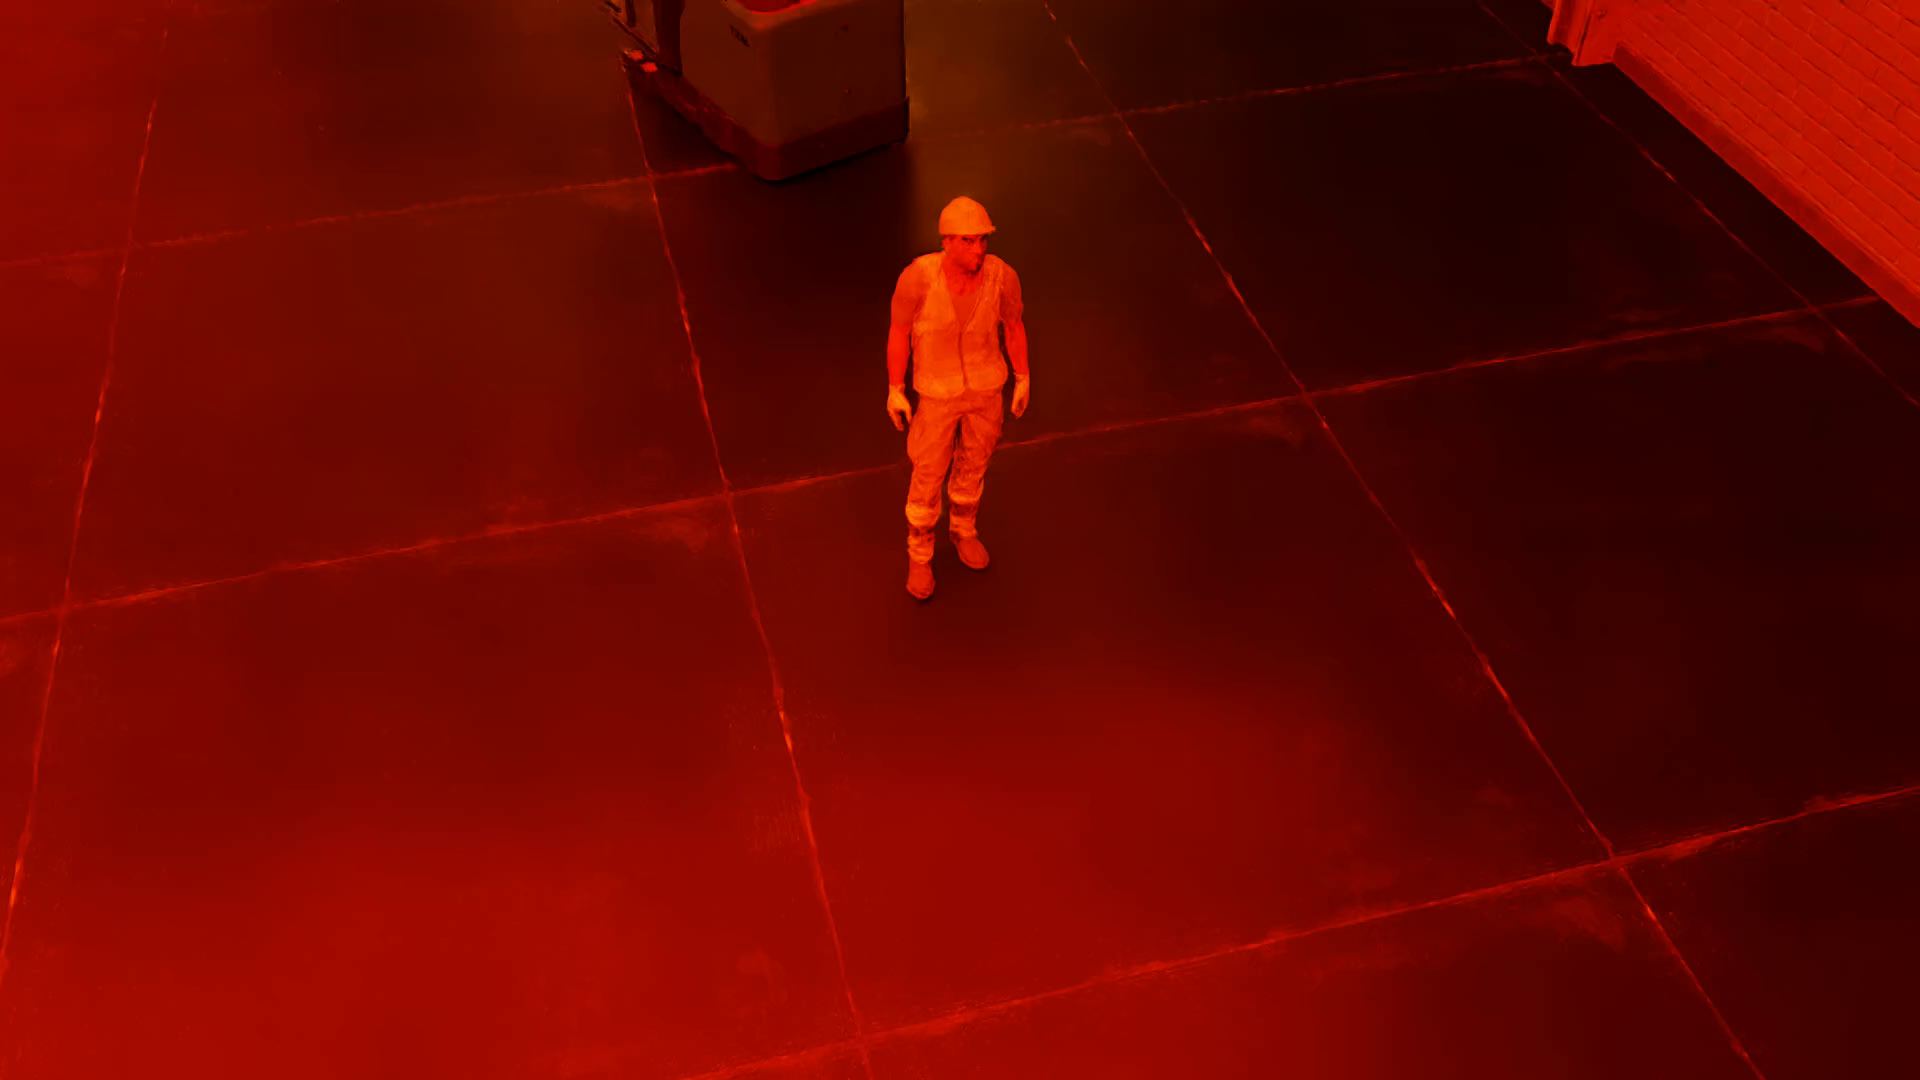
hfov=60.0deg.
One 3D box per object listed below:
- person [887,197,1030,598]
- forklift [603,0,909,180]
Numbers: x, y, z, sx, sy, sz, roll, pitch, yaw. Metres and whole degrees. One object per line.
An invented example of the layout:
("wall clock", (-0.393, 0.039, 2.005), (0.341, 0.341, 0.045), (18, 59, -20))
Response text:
("person", (0.010, -0.600, 7.101), (0.637, 1.787, 0.563), (-10, 44, -11))
("forklift", (-1.570, -4.197, 10.086), (1.130, 2.935, 3.031), (-26, 49, -25))
